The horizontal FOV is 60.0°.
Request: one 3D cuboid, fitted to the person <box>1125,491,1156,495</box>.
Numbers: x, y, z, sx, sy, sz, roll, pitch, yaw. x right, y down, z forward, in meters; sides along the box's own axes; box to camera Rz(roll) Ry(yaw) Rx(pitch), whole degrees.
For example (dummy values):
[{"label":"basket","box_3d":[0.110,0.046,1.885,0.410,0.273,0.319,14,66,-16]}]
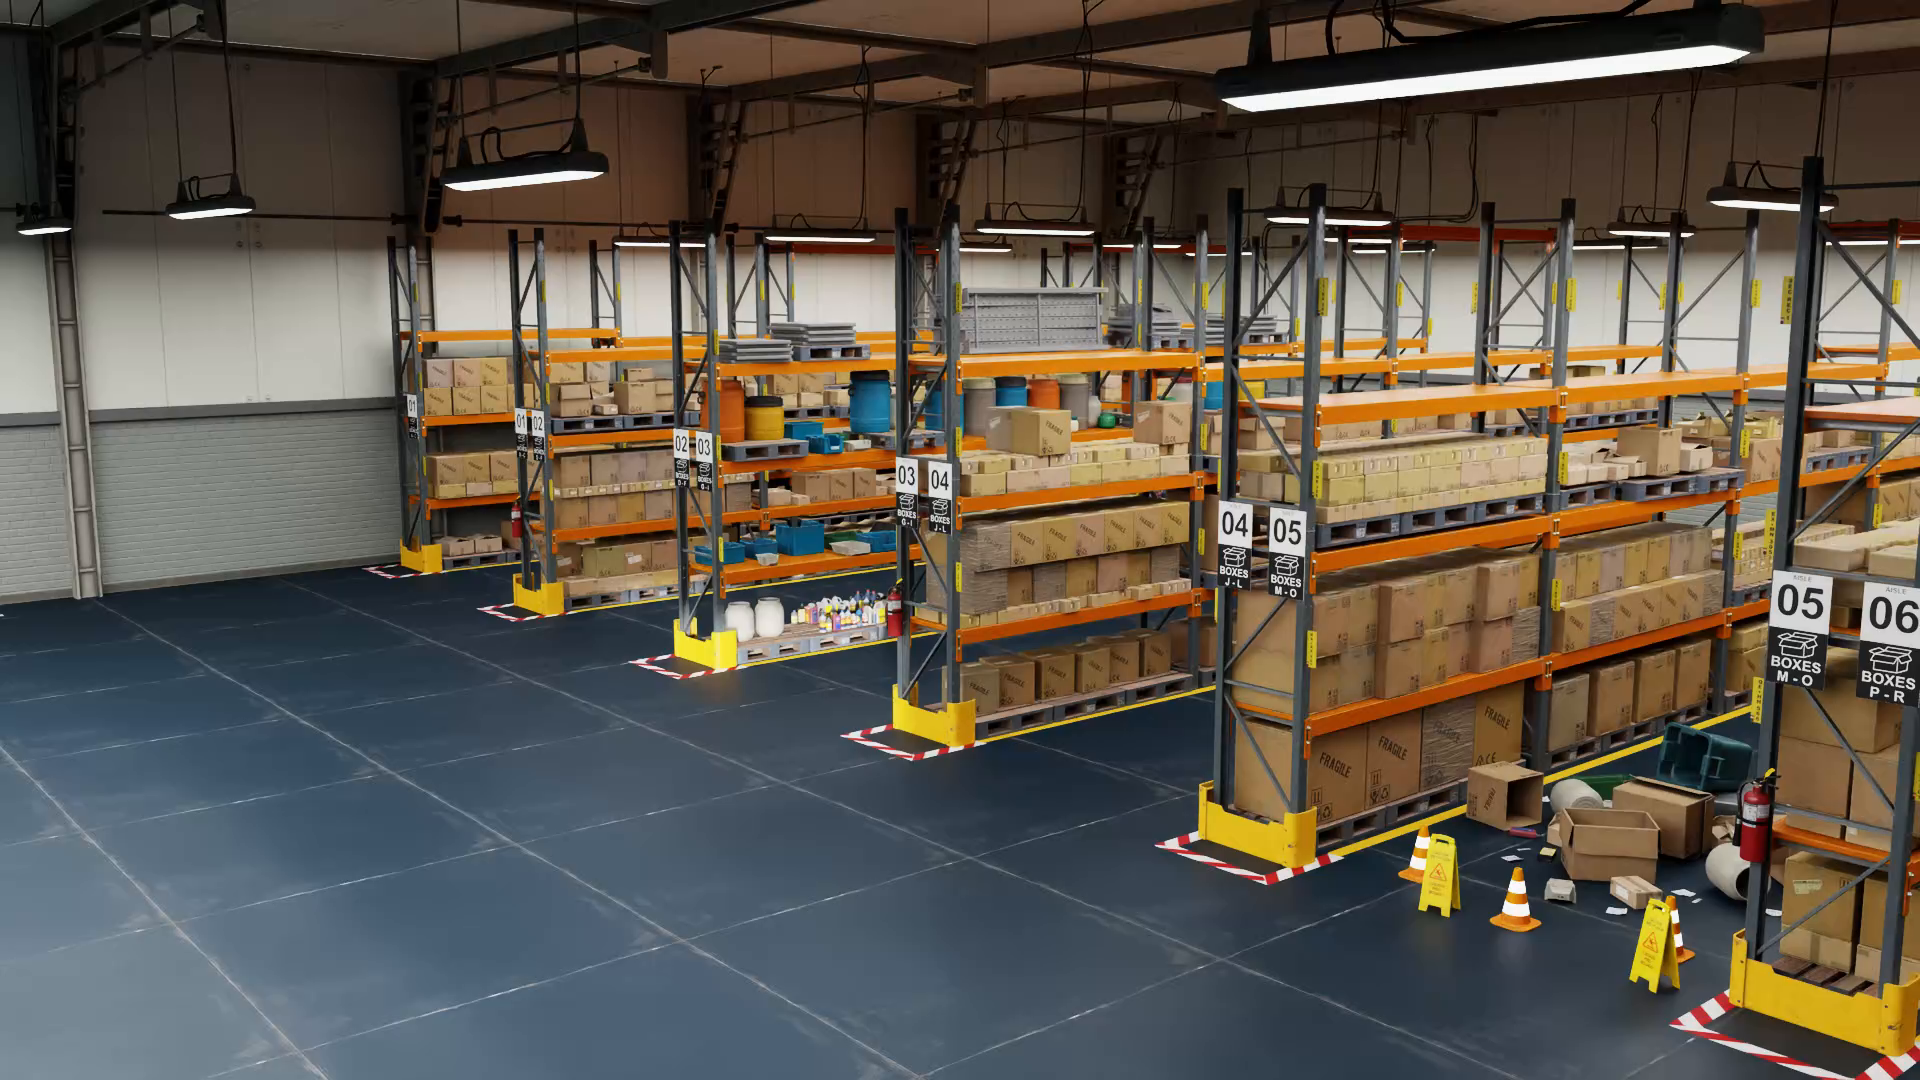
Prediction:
[{"label":"person","box_3d":[3.512,-0.742,32.938,1.054,1.719,0.567,-7,11,-40]}]
